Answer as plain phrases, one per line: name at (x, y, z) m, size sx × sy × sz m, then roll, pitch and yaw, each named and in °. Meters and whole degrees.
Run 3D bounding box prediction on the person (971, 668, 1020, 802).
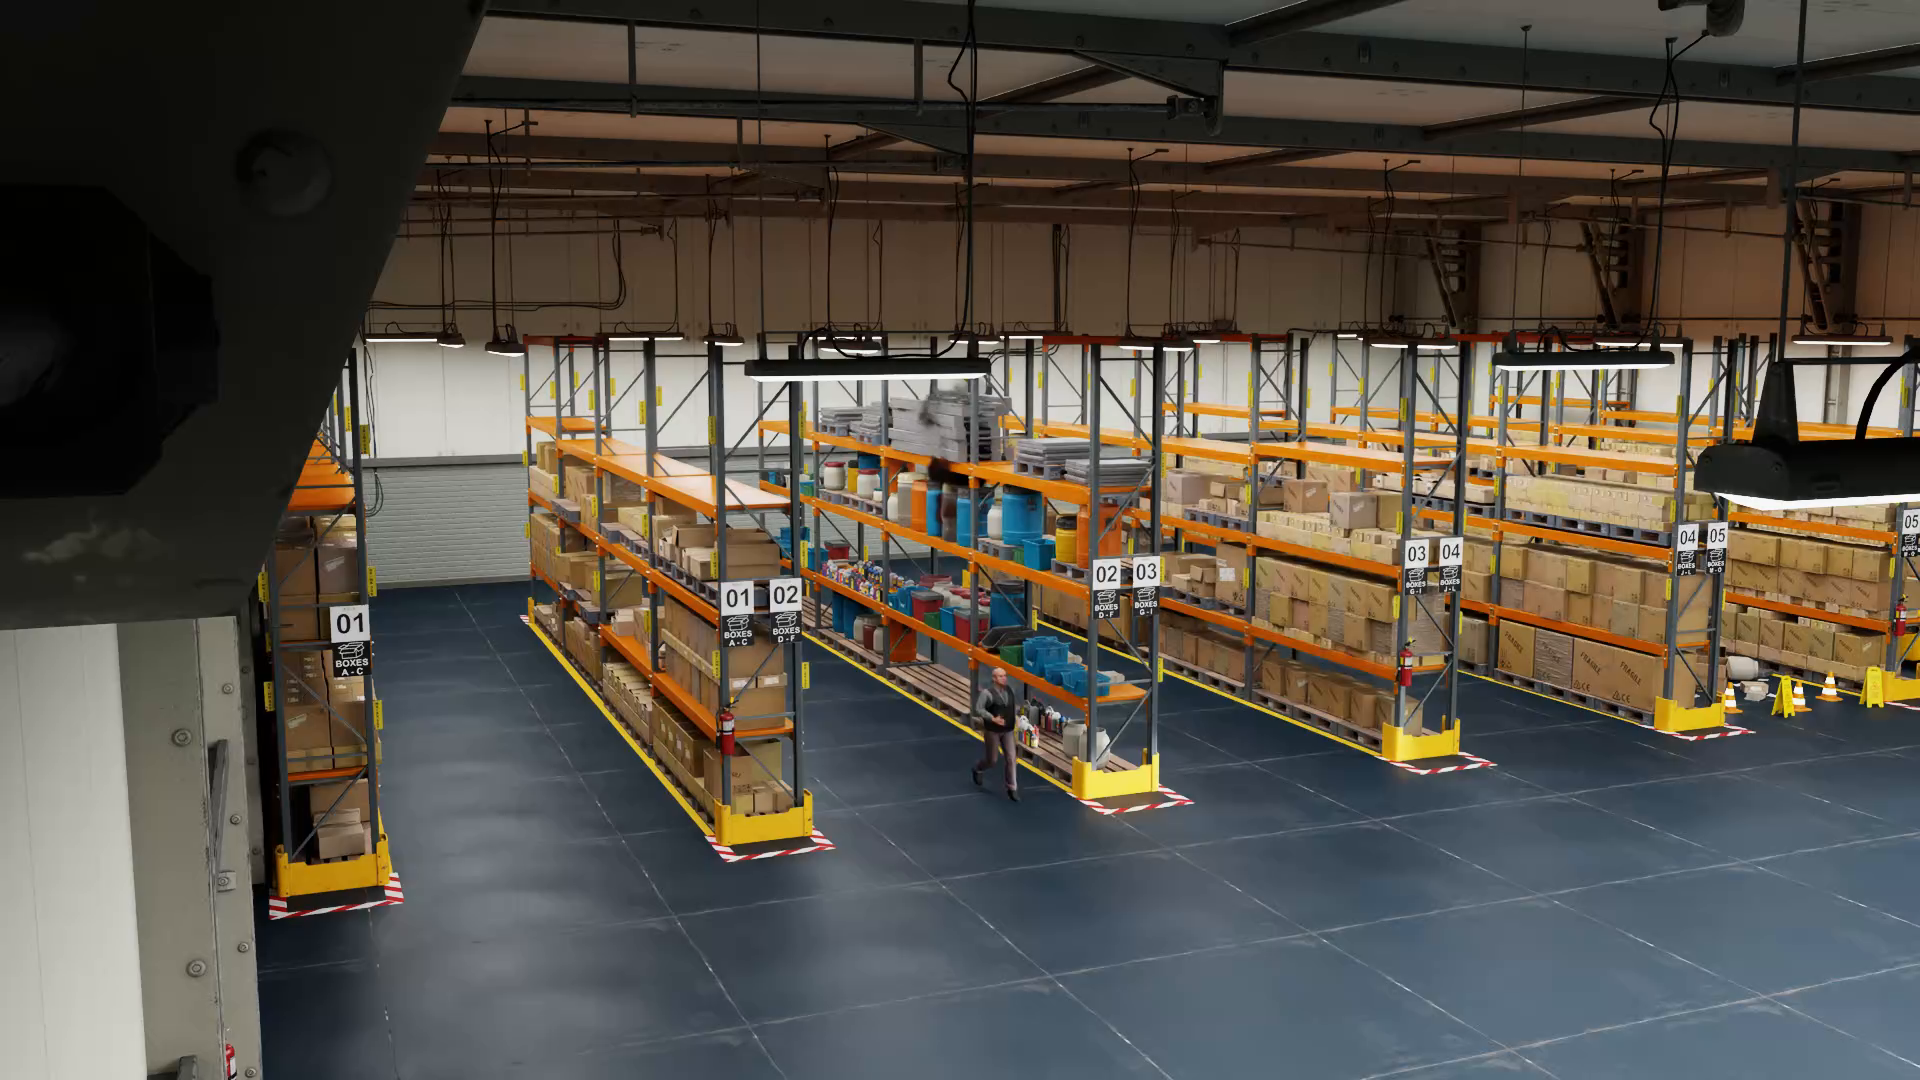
person at (0.504, 2.551, 22.143) m, size 0.699 × 1.733 × 0.911 m, roll -4°, pitch 9°, yaw -30°
